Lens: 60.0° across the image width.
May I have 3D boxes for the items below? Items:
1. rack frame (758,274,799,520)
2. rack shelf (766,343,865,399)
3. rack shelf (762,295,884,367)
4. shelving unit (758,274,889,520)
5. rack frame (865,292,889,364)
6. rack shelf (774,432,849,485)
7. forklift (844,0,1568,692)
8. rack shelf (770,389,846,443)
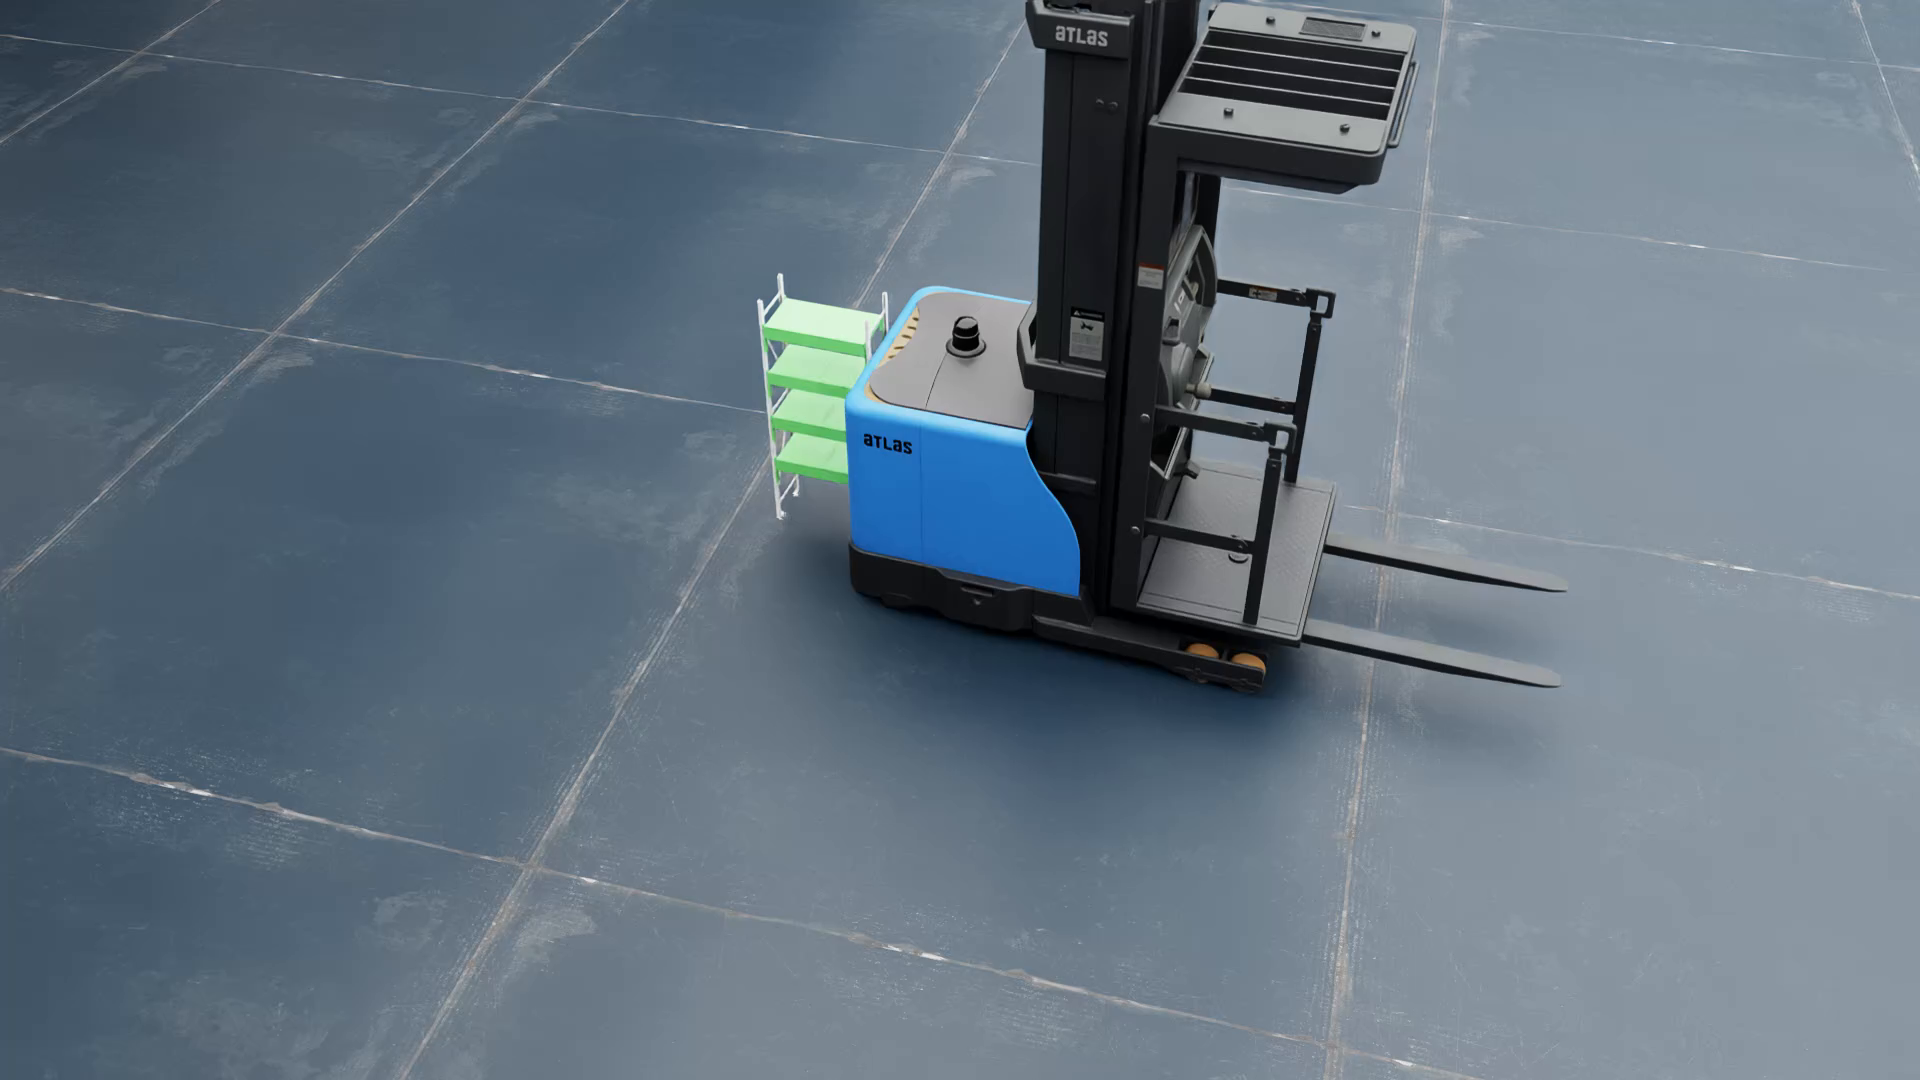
[{"bbox_3d":[-0.821,-0.631,7.568,0.015,1.200,0.240,12,41,14],"label":"rack frame"},{"bbox_3d":[-0.589,-0.717,7.397,0.480,0.148,0.258,12,41,14],"label":"rack shelf"},{"bbox_3d":[-0.589,-0.901,7.242,0.480,0.148,0.258,12,41,14],"label":"rack shelf"},{"bbox_3d":[-0.589,-0.582,7.510,0.503,1.200,0.258,12,41,14],"label":"shelving unit"},{"bbox_3d":[-0.357,-0.533,7.452,0.015,1.200,0.240,12,41,14],"label":"rack frame"},{"bbox_3d":[-0.589,-0.349,7.705,0.480,0.148,0.258,12,41,14],"label":"rack shelf"},{"bbox_3d":[1.086,-0.868,6.504,3.031,2.935,1.130,12,41,14],"label":"forklift"},{"bbox_3d":[-0.589,-0.533,7.551,0.480,0.148,0.258,12,41,14],"label":"rack shelf"}]
